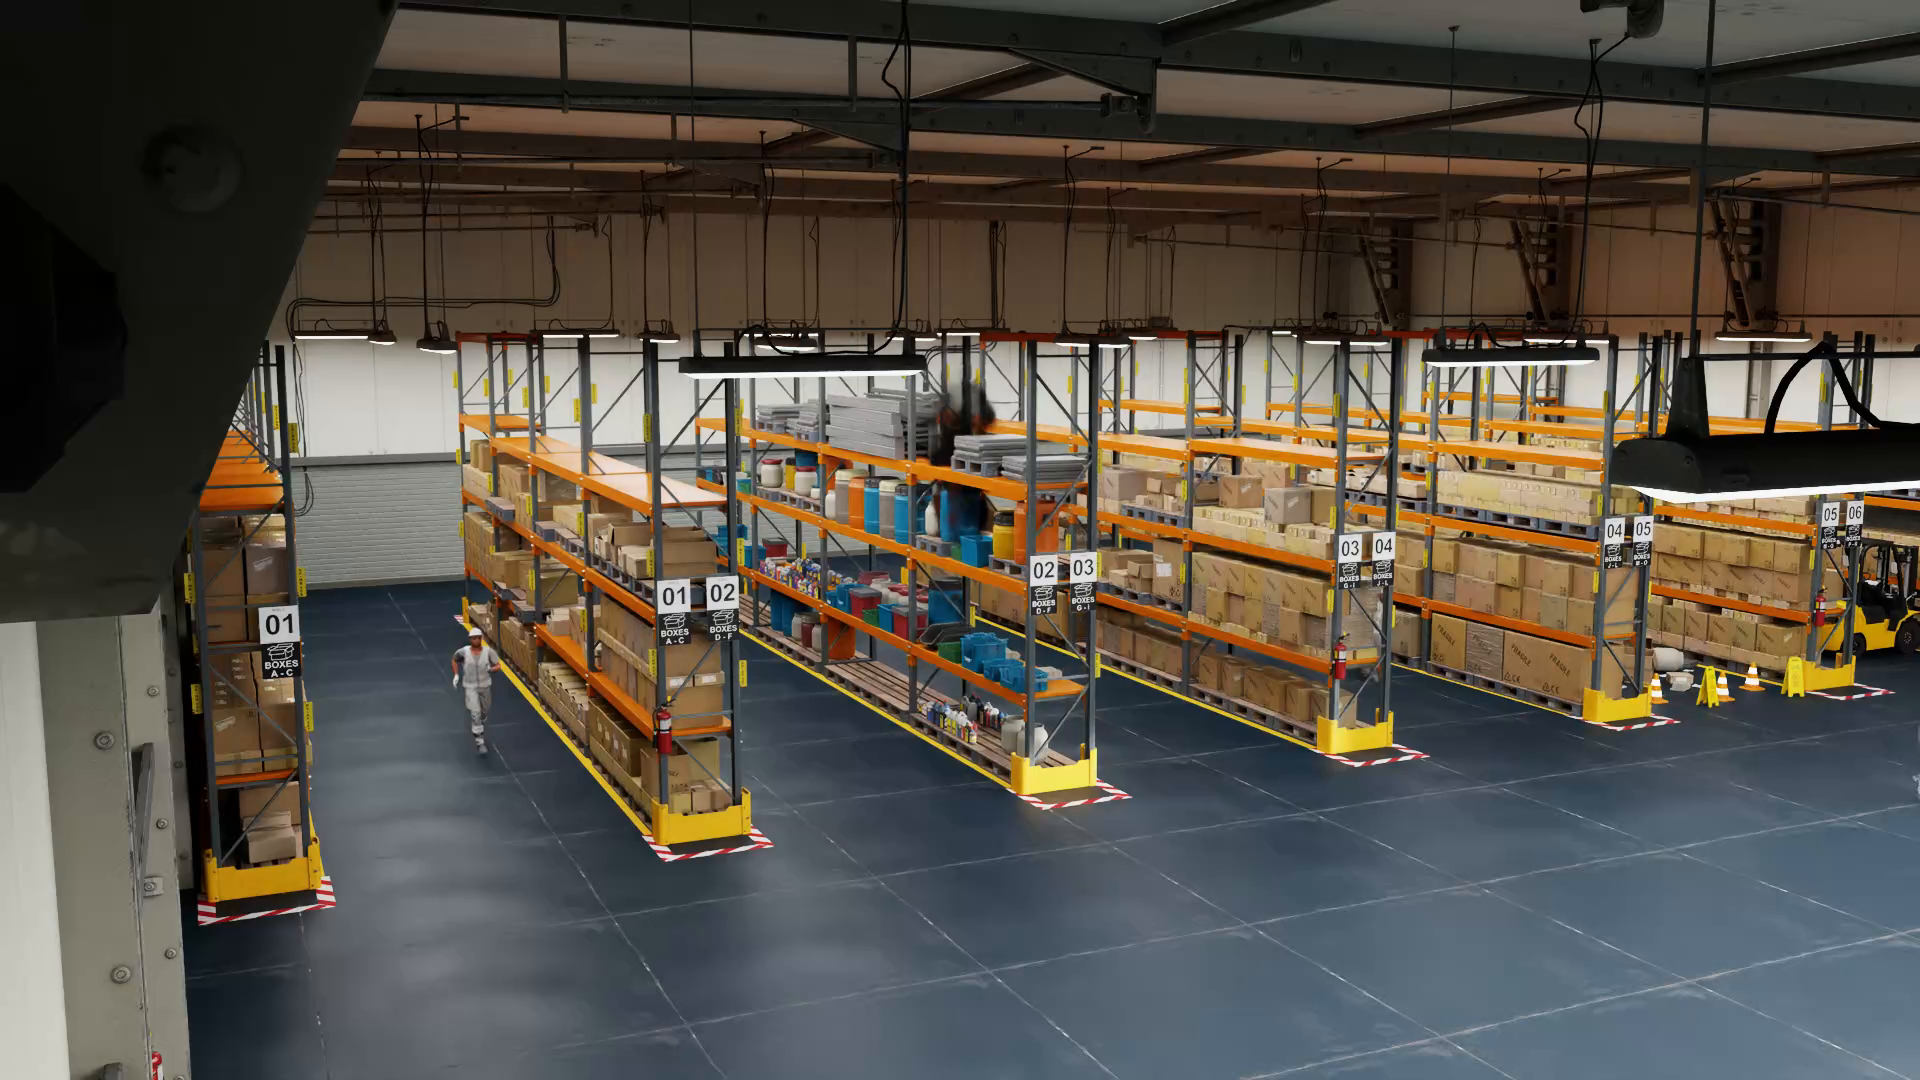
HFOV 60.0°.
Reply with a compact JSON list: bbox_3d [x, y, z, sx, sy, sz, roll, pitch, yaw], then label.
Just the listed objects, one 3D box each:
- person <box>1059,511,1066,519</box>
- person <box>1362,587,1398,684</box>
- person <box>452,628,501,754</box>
[{"bbox_3d":[2.388,0.070,40.286,0.581,1.662,0.894,2,8,13],"label":"person"},{"bbox_3d":[7.256,1.633,28.771,0.536,1.726,0.801,-5,9,-34],"label":"person"},{"bbox_3d":[-7.035,2.149,24.251,0.663,1.777,1.004,-4,8,-25],"label":"person"}]
